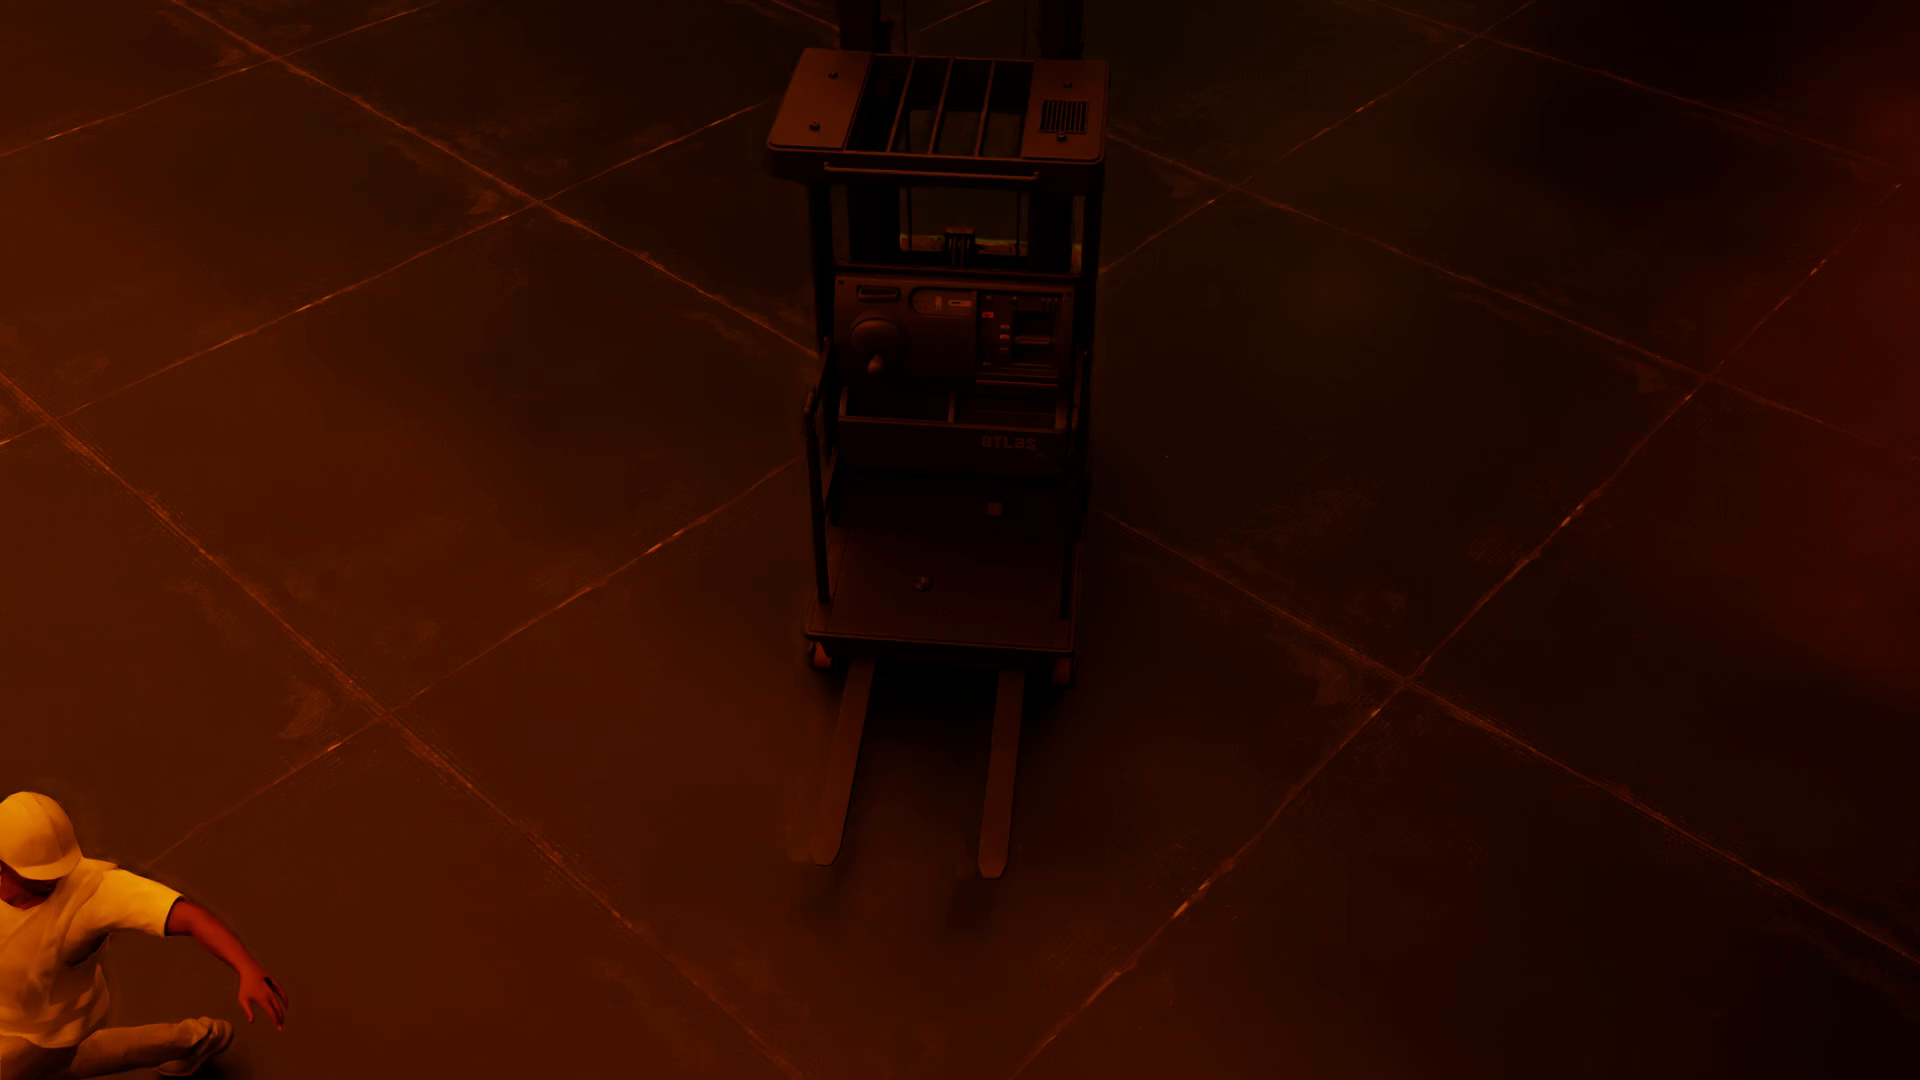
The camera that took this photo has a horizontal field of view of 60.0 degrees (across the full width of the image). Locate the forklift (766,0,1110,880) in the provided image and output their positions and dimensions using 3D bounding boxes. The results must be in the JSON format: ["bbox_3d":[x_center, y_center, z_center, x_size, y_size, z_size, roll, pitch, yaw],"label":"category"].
[{"bbox_3d":[-0.043,-0.736,6.286,1.130,2.935,3.031,4,41,4],"label":"forklift"}]

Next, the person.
[{"bbox_3d":[-2.565,1.486,4.835,1.050,1.485,0.921,26,47,27],"label":"person"}]
